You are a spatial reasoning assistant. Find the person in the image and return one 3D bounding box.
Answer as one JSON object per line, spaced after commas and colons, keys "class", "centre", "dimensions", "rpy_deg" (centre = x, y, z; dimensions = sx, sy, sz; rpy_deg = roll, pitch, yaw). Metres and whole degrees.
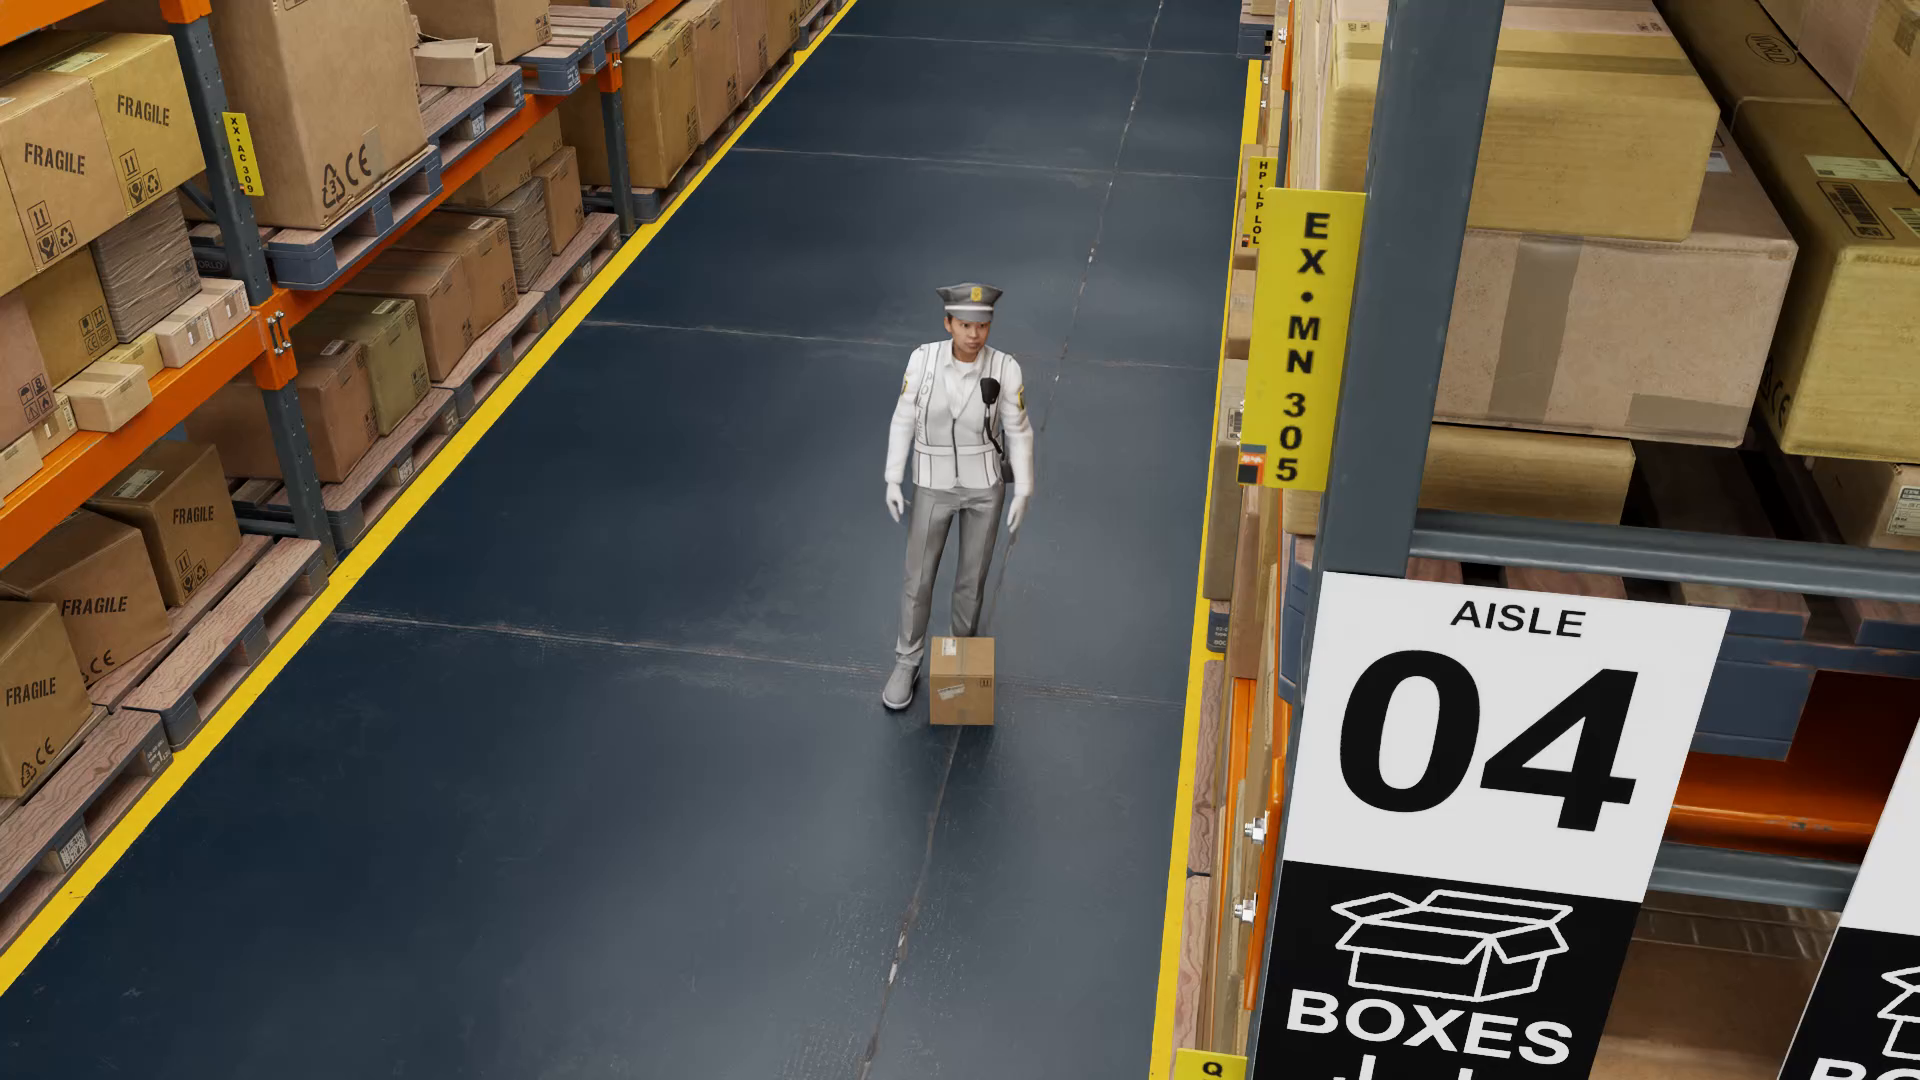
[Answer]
{"class": "person", "centre": [-0.009, -0.170, 6.356], "dimensions": [0.584, 1.695, 0.533], "rpy_deg": [2, 33, 2]}
